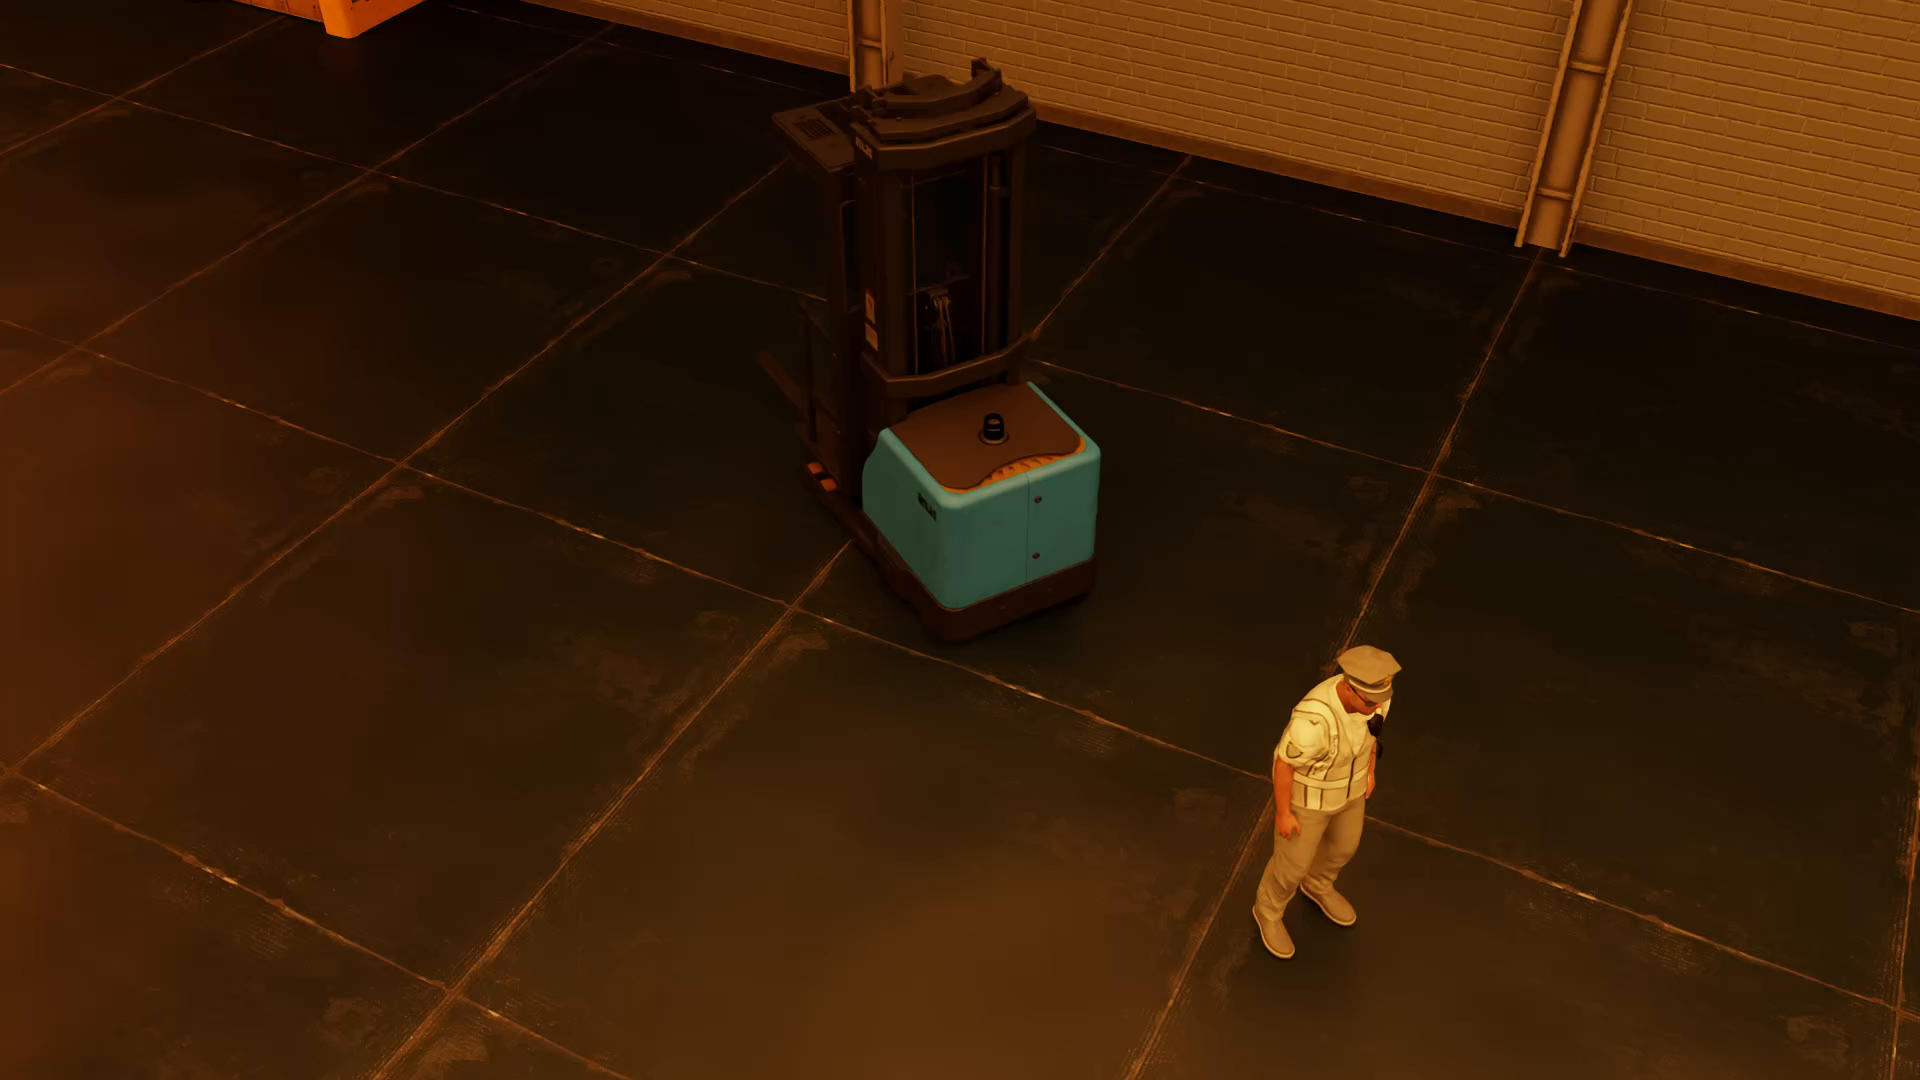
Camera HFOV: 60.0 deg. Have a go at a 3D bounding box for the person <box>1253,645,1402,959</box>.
[{"bbox_3d":[1.654,1.130,7.563,0.585,1.747,0.439,-21,45,-23],"label":"person"}]

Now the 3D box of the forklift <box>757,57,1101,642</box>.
[{"bbox_3d":[-0.362,-1.478,9.742,1.130,2.935,3.031,-20,44,-22],"label":"forklift"}]
